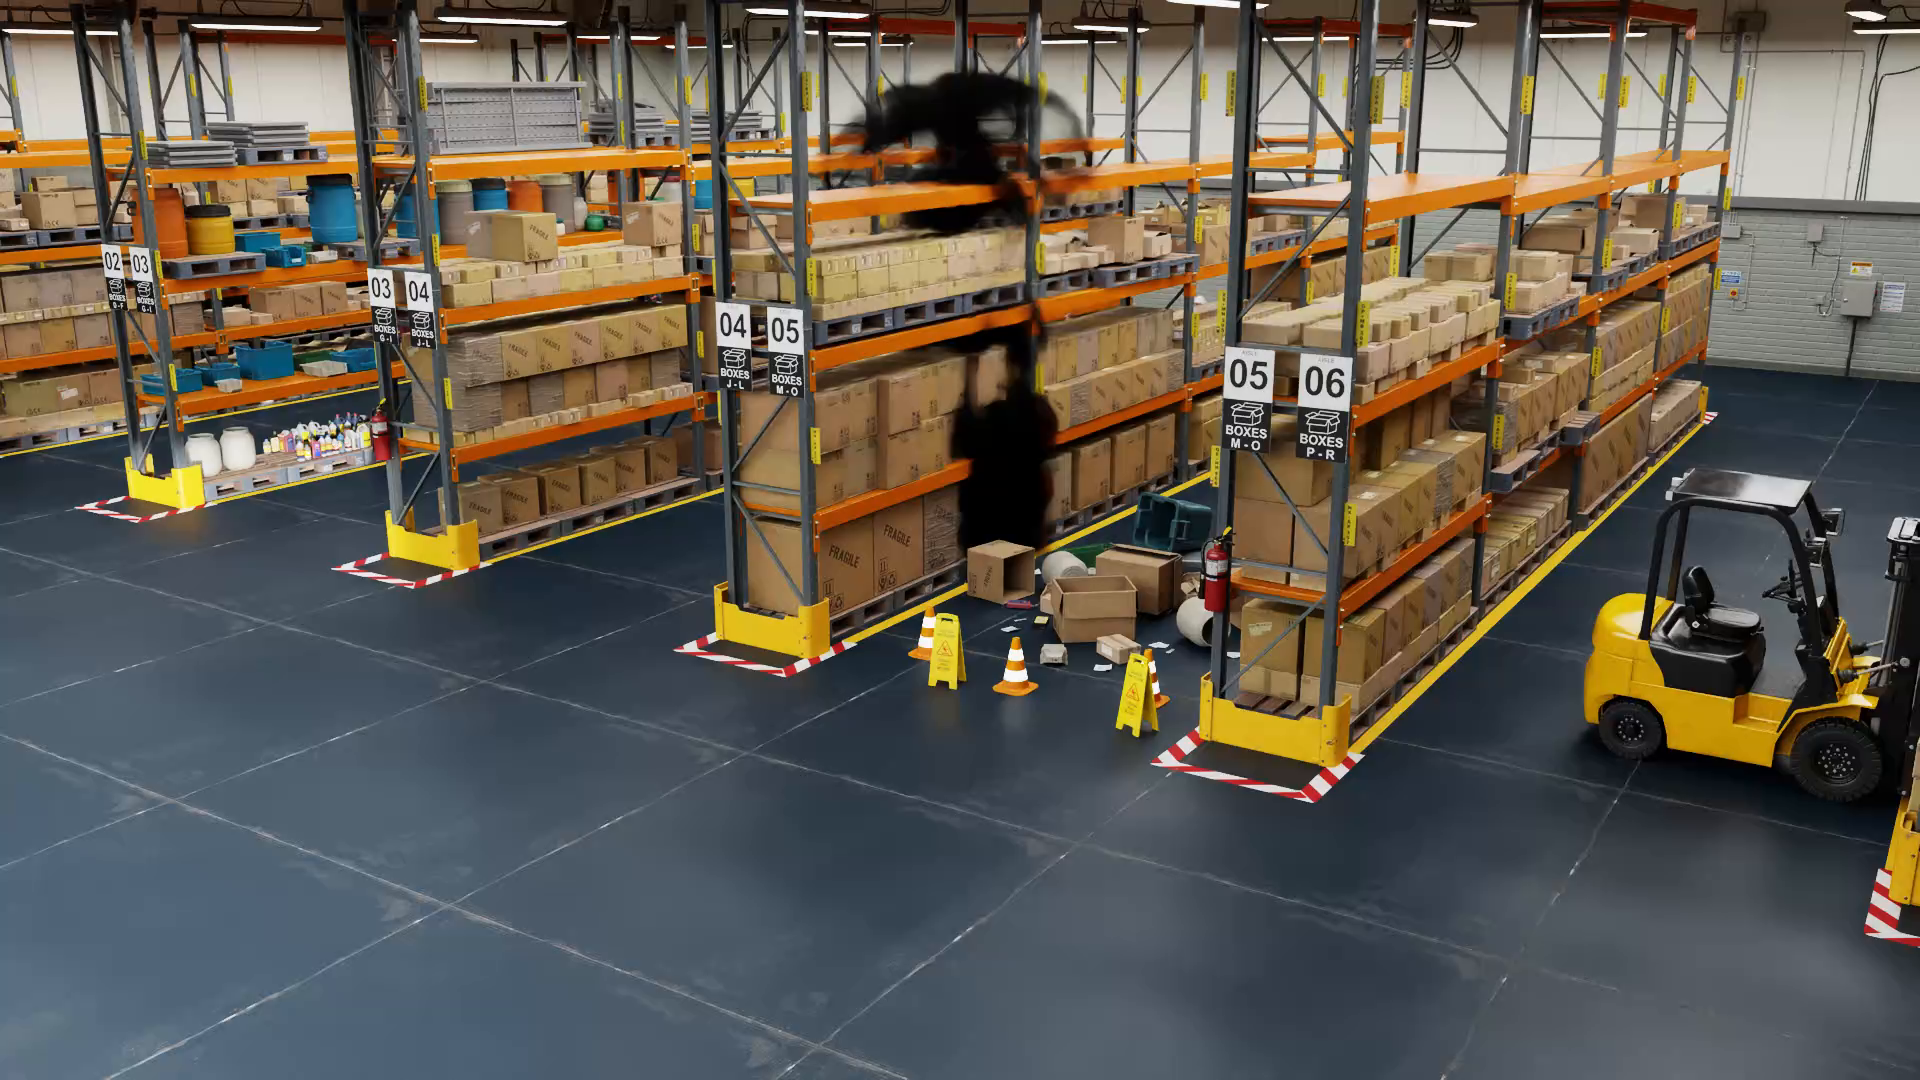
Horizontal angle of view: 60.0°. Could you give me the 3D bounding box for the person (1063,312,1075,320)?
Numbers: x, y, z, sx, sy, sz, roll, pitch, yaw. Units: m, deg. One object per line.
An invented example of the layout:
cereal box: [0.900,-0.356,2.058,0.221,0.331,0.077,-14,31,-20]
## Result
person: [1.726,-2.866,26.606,0.546,1.560,0.730,10,19,32]

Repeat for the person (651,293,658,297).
person: [-5.758,-4.483,32.175,0.549,1.755,0.781,6,16,19]

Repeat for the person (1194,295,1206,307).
person: [3.851,-3.047,26.943,0.627,1.819,0.742,11,19,34]
